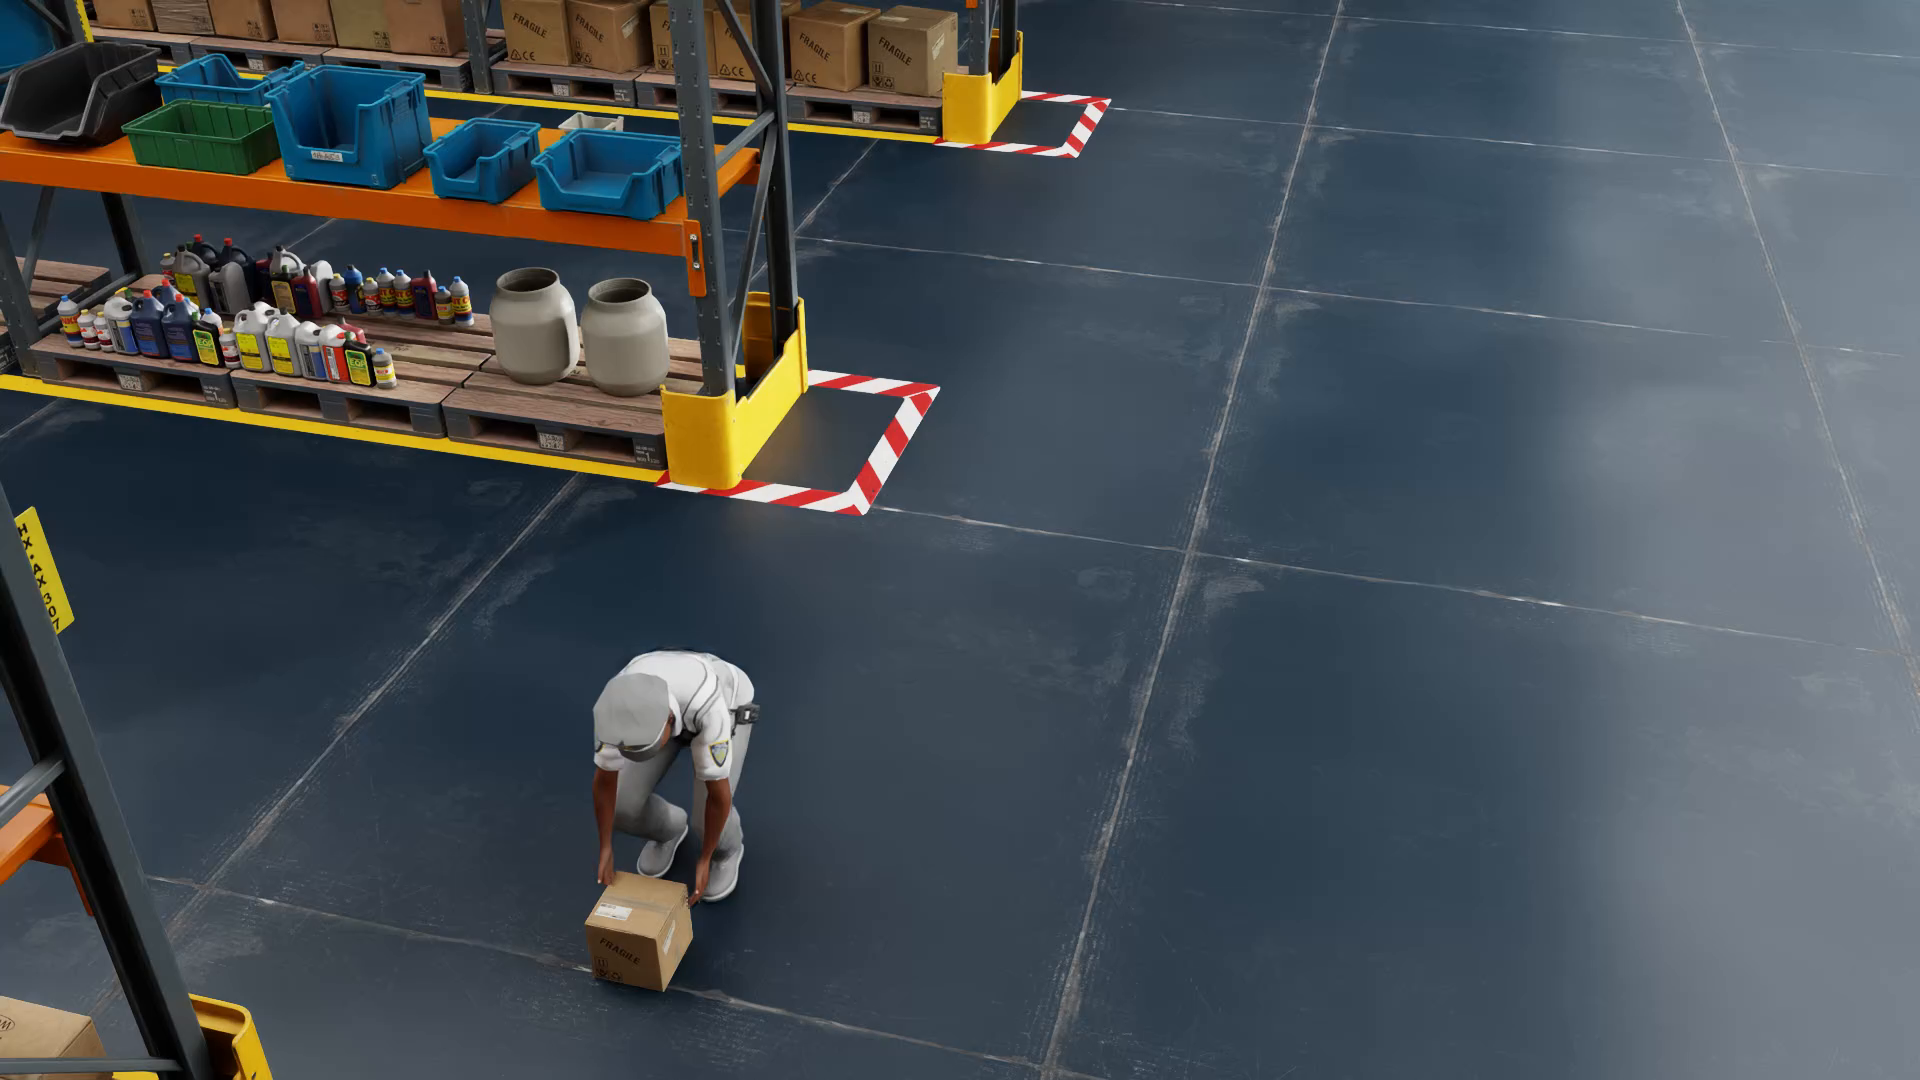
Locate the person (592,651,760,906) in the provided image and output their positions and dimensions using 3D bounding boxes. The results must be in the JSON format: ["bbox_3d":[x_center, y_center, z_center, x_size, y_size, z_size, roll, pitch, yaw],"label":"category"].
[{"bbox_3d":[-0.936,0.747,5.527,0.495,1.083,0.834,8,34,12],"label":"person"}]
